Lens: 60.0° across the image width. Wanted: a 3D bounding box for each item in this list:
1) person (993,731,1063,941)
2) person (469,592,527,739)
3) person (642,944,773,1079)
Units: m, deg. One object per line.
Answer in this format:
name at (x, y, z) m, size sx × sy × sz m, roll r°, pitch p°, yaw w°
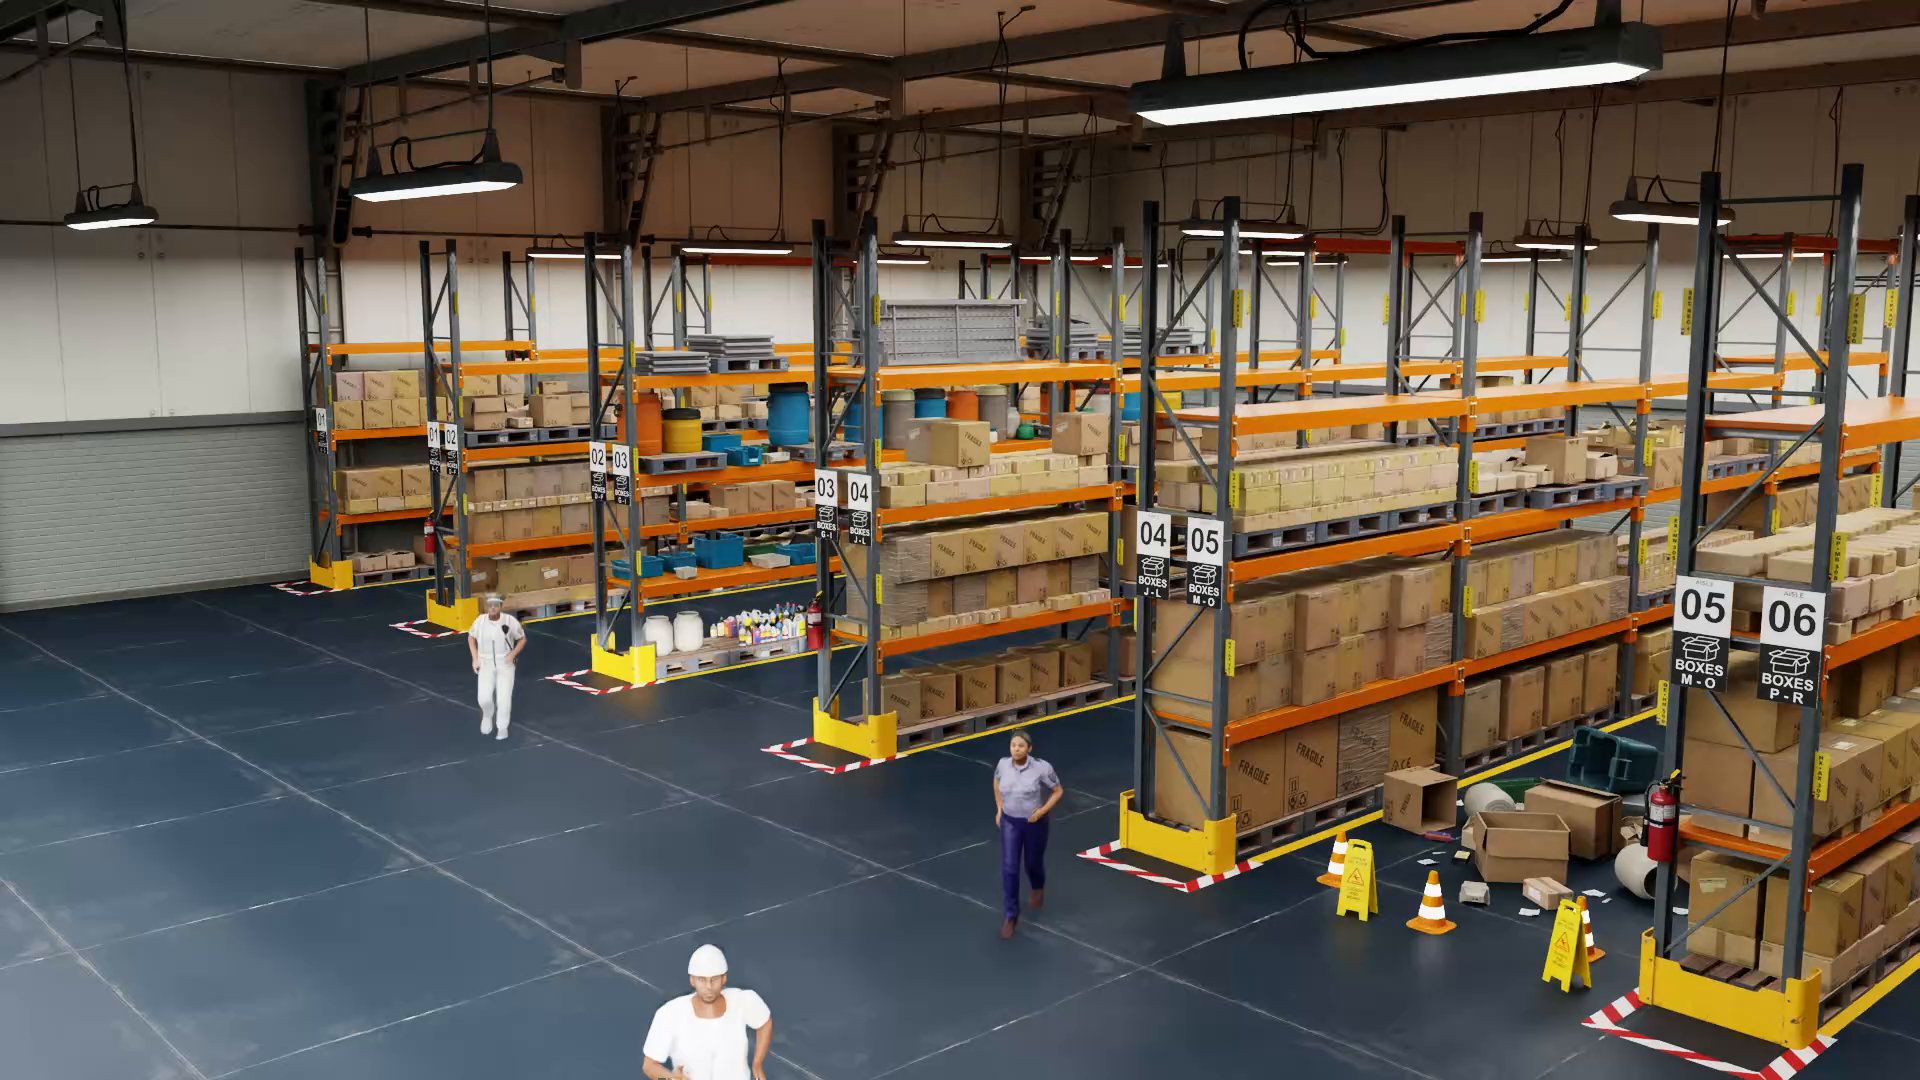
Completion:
person at (0.548, 2.368, 13.668) m, size 0.604 × 1.676 × 0.781 m, roll 2°, pitch 9°, yaw 12°
person at (-5.401, 1.471, 19.405) m, size 0.671 × 1.750 × 0.554 m, roll -1°, pitch 9°, yaw -10°
person at (-1.311, 3.000, 8.739) m, size 0.691 × 1.784 × 0.867 m, roll -1°, pitch 8°, yaw -10°
